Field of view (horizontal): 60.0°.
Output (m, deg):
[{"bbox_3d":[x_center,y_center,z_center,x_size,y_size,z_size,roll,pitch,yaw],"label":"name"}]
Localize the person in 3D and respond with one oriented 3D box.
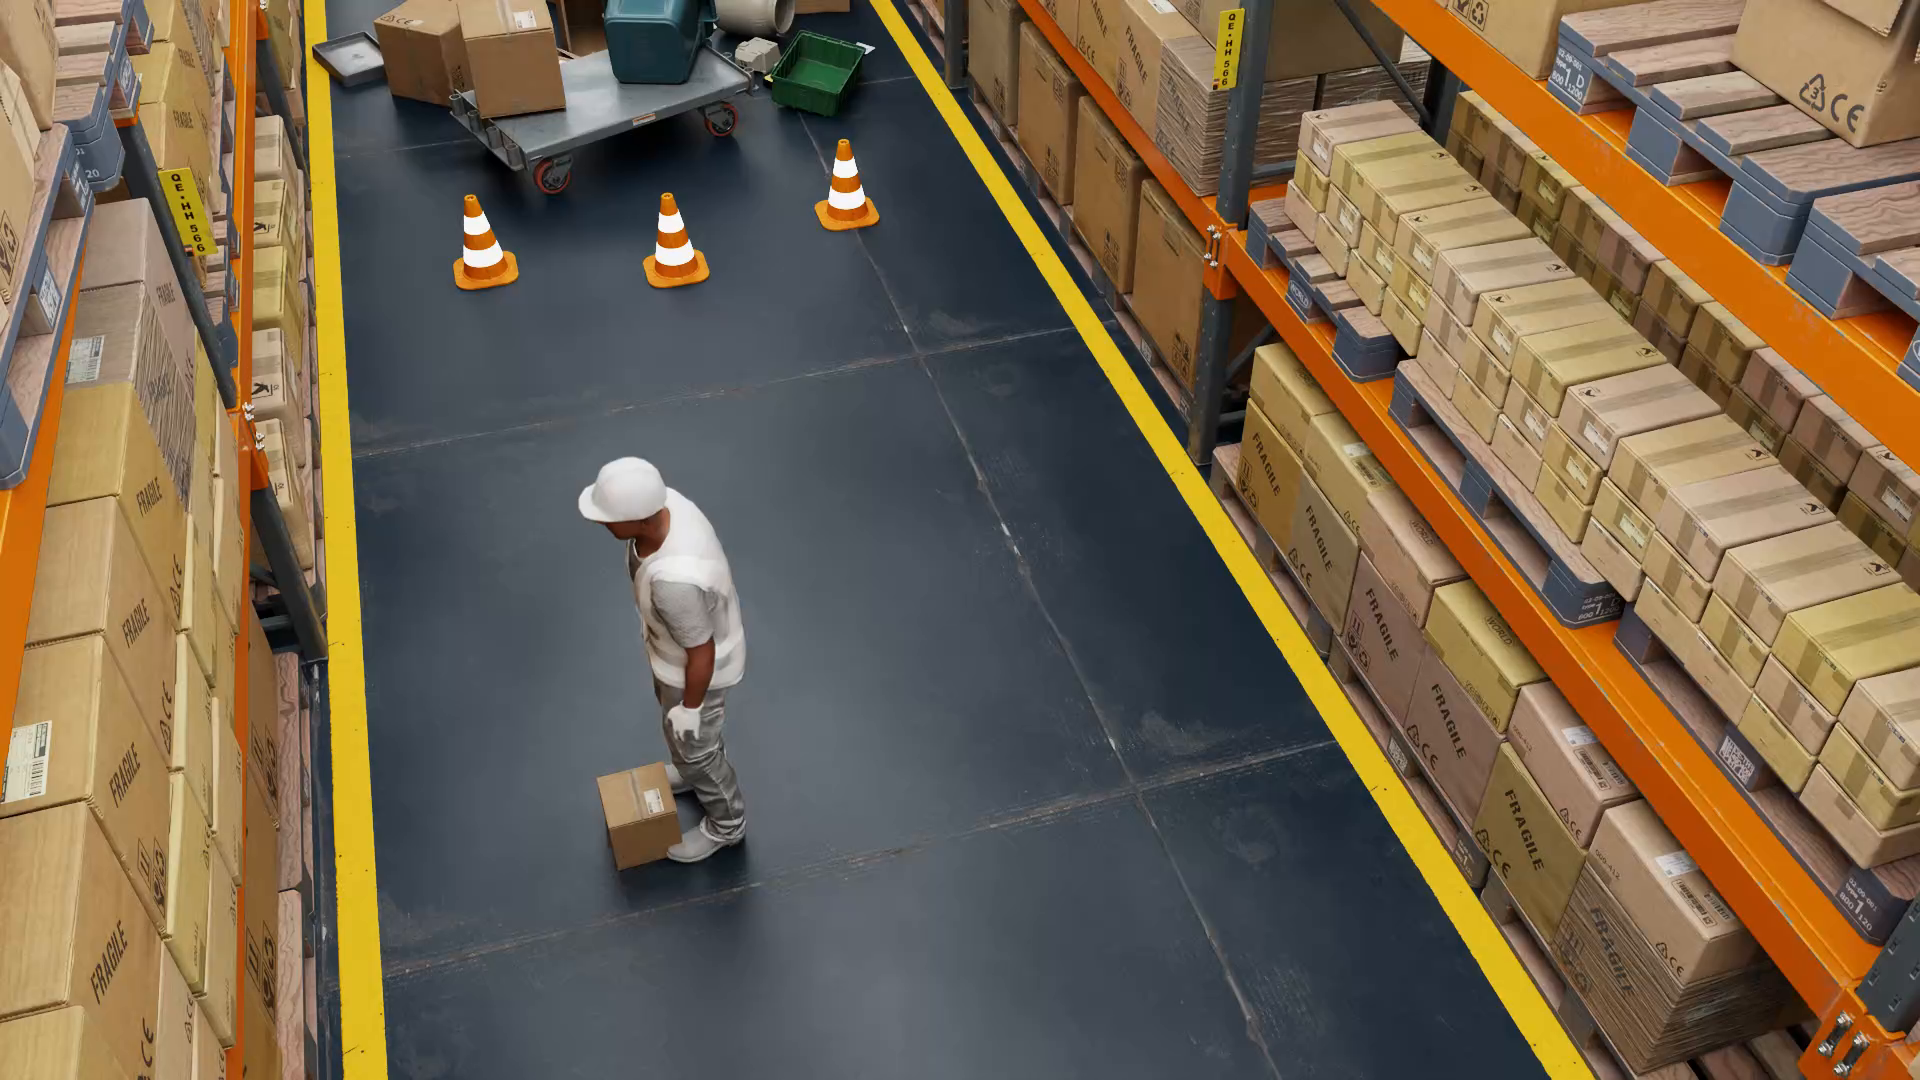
[{"bbox_3d":[-0.969,0.399,5.706,0.451,1.774,0.618,-12,43,-13],"label":"person"}]
